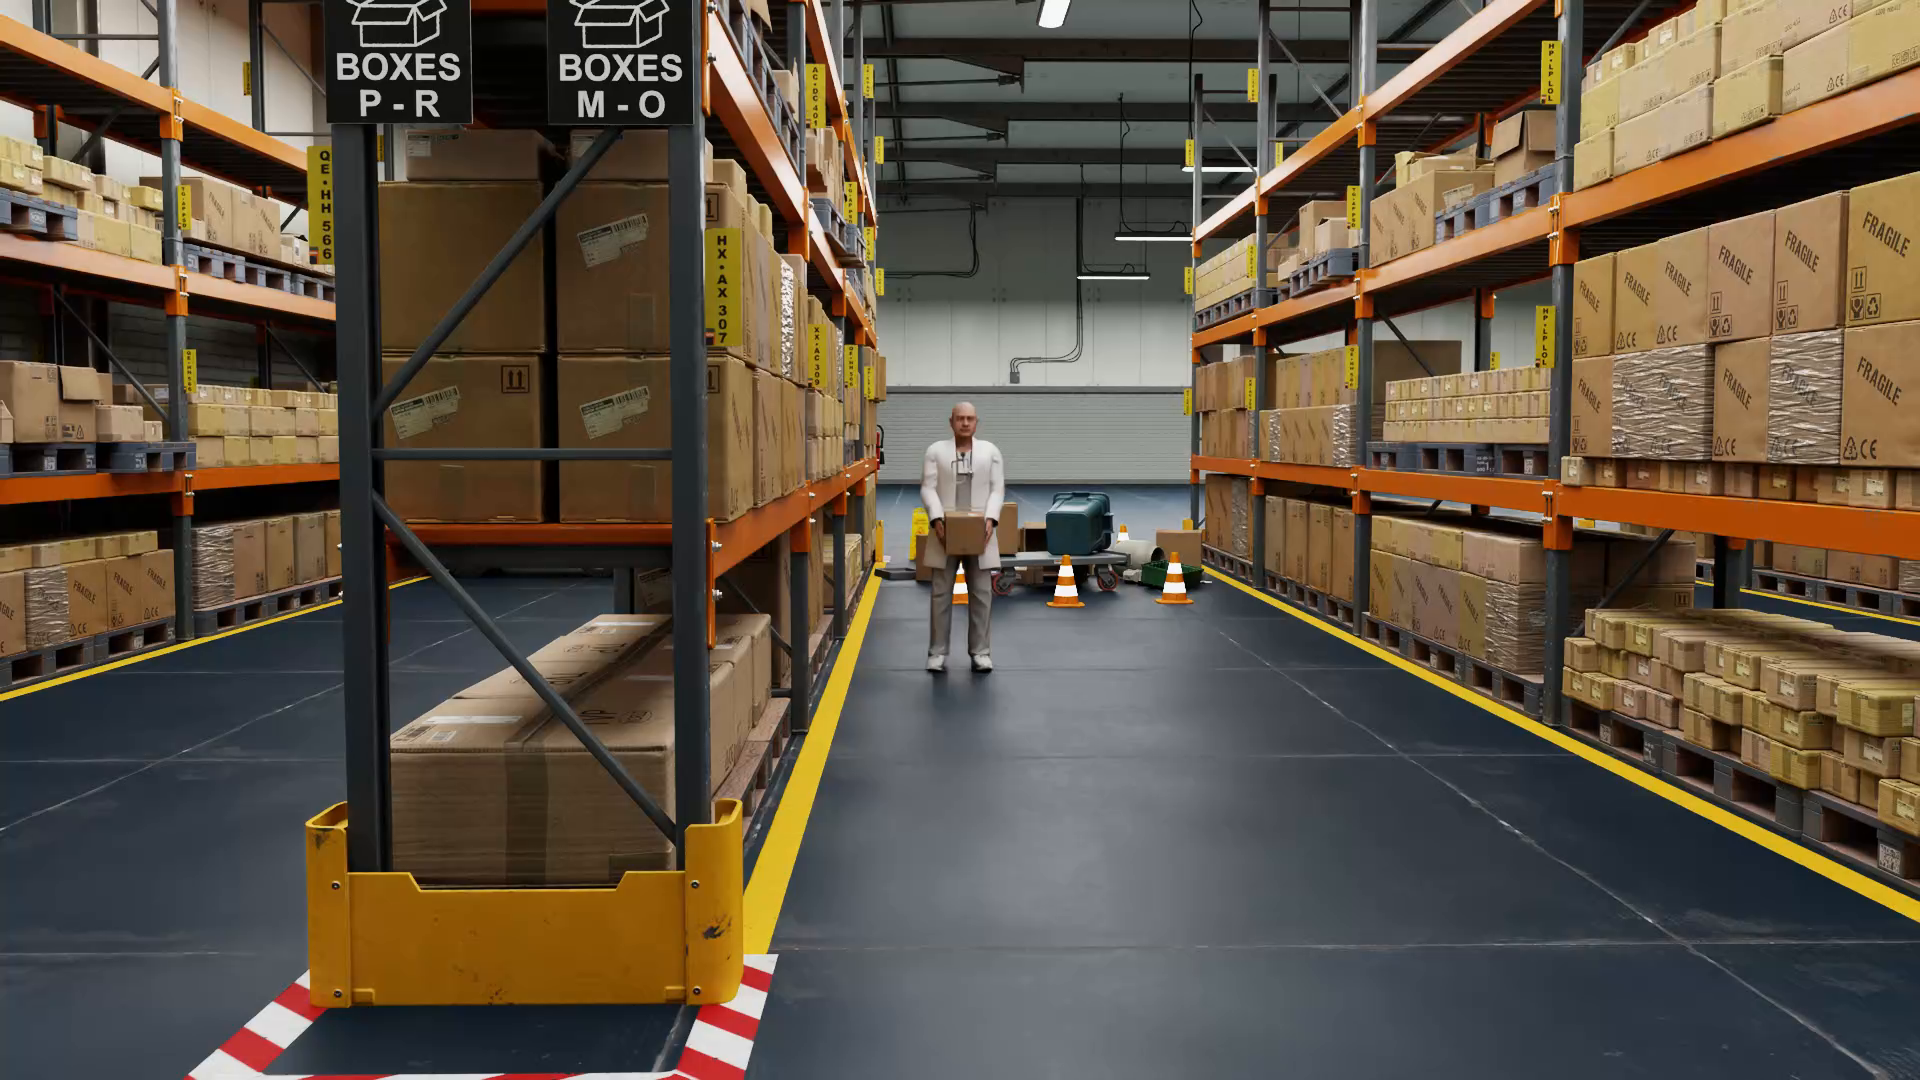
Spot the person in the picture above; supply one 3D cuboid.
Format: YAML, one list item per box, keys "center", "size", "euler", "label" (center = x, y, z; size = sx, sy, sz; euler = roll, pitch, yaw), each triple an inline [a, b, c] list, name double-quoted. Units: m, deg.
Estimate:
- center: [0.020, -0.025, 11.019]
  size: [0.569, 1.783, 0.489]
  euler: [0, 4, -2]
  label: "person"
